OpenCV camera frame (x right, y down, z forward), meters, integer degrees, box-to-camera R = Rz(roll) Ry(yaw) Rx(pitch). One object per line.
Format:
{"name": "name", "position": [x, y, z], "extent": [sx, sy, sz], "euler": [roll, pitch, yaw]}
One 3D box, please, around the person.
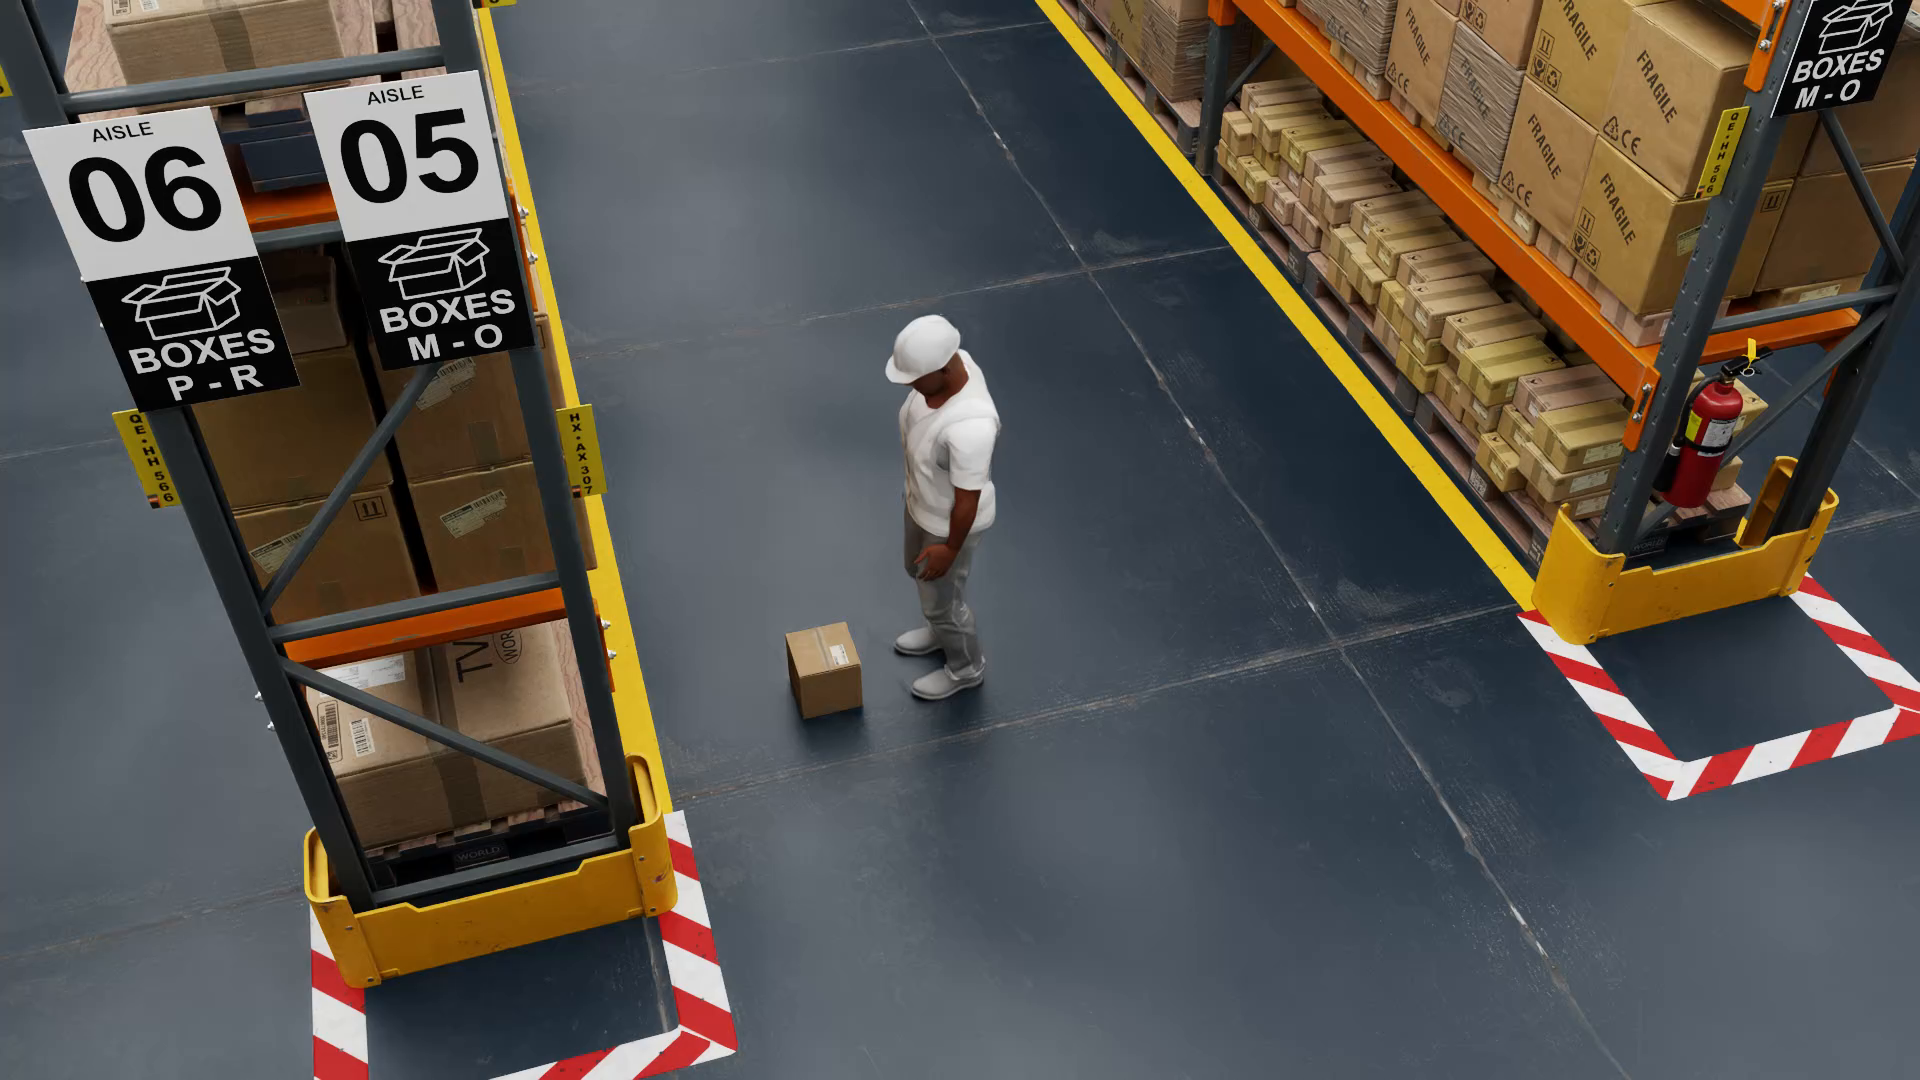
{"name": "person", "position": [-0.070, -0.114, 6.283], "extent": [0.390, 1.748, 0.575], "euler": [-11, 43, -12]}
